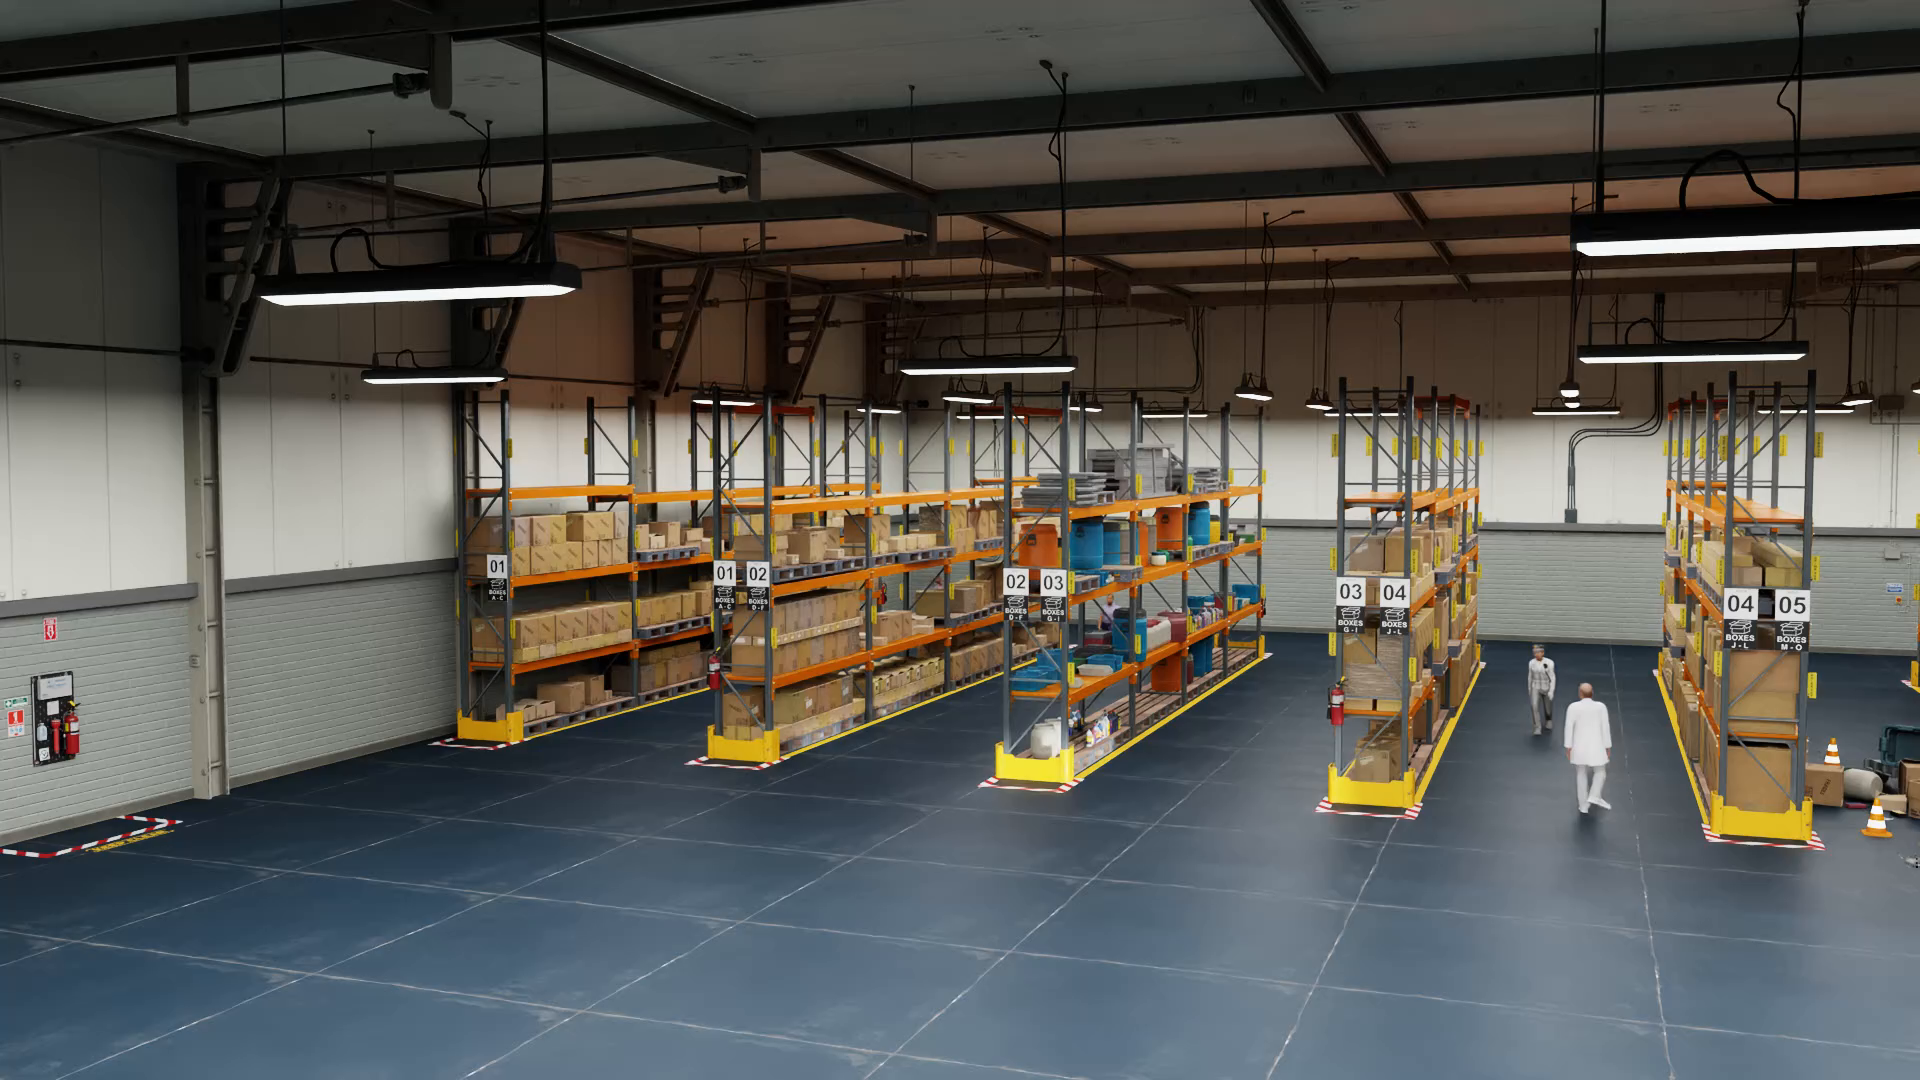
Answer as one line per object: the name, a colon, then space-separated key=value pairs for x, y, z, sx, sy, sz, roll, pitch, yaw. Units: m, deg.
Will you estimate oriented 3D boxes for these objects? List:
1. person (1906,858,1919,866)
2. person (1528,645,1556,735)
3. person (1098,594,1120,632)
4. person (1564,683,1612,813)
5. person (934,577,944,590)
person: x=11.830 y=3.038 z=19.756 sx=1.057 sy=1.750 sz=0.606 roll=1 pitch=3 yaw=16
person: x=10.224 y=2.606 z=29.239 sx=0.474 sy=1.542 sz=0.961 roll=2 pitch=4 yaw=26
person: x=3.517 y=2.035 z=38.885 sx=0.512 sy=1.518 sz=1.043 roll=1 pitch=3 yaw=20
person: x=8.608 y=2.860 z=22.808 sx=0.613 sy=1.775 sz=0.584 roll=1 pitch=3 yaw=23
person: x=-0.533 y=1.795 z=44.097 sx=0.445 sy=1.592 sz=0.437 roll=1 pitch=3 yaw=19
